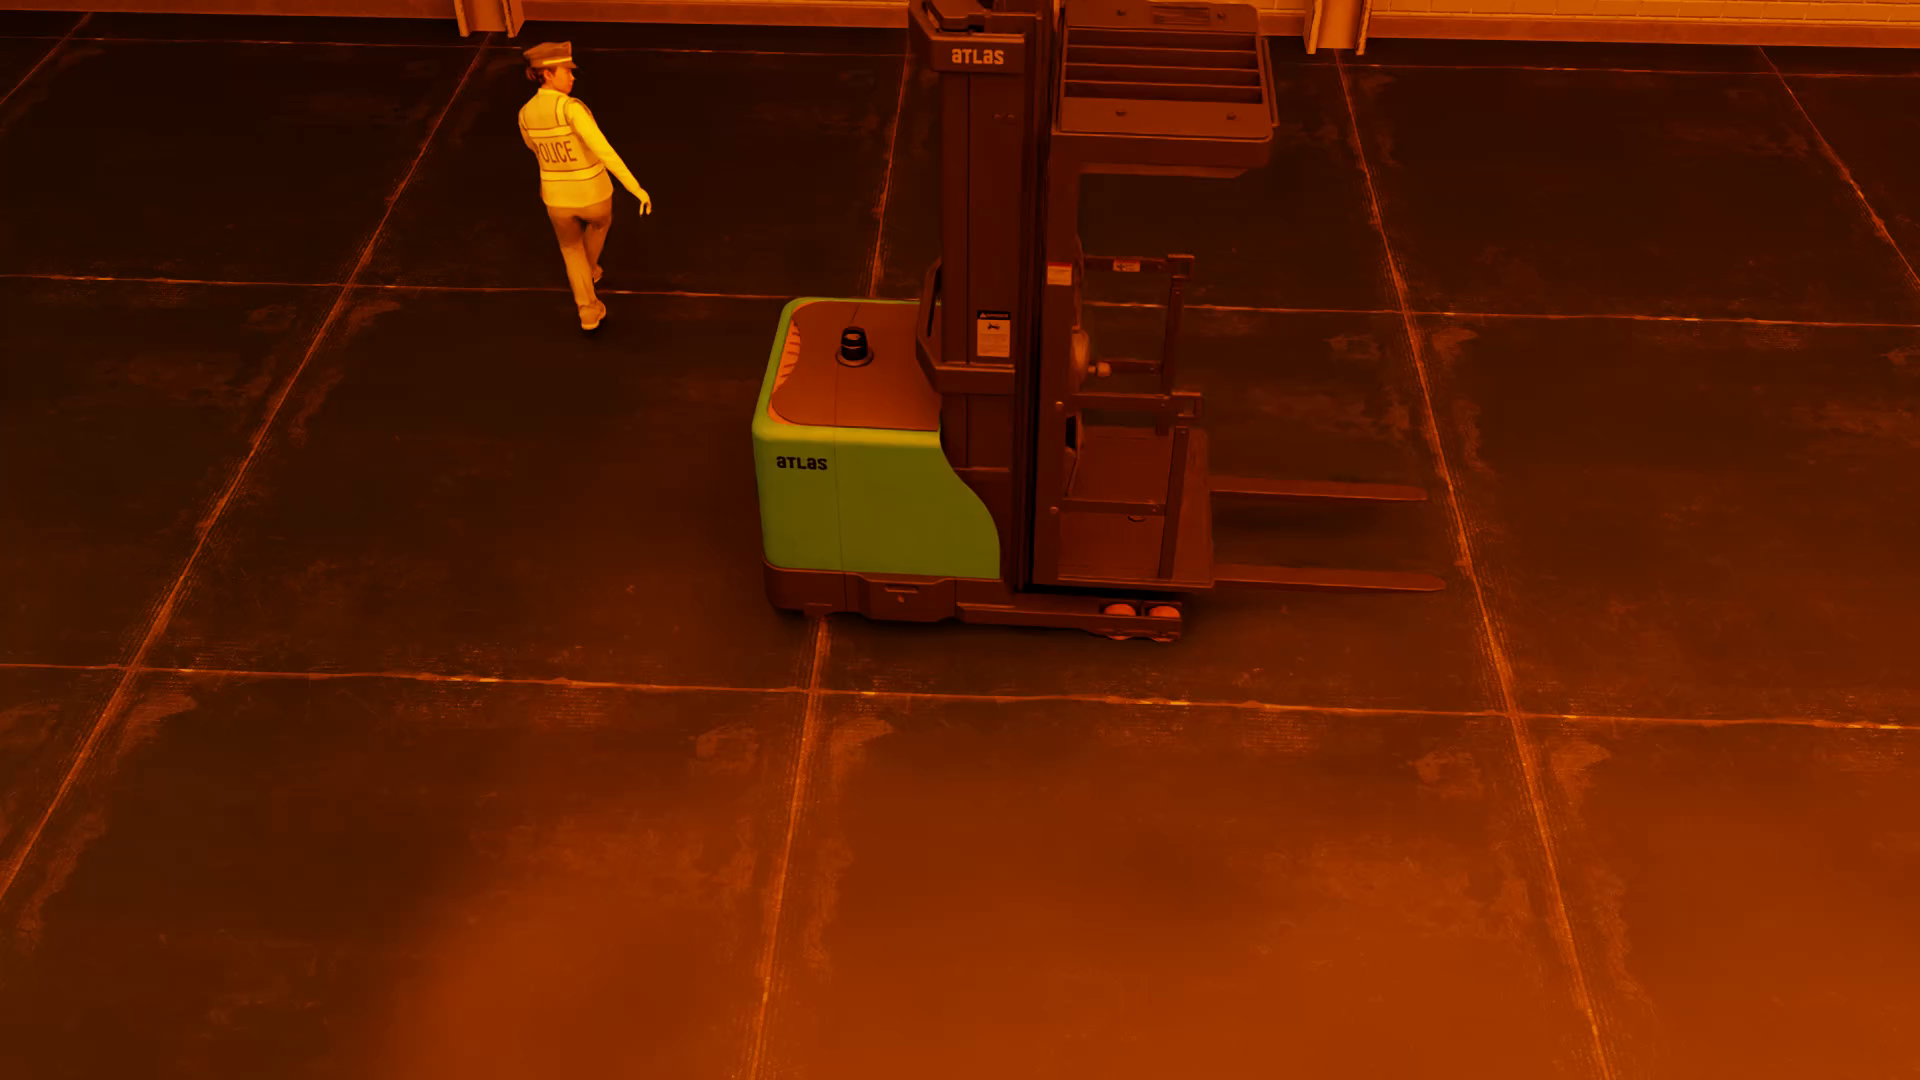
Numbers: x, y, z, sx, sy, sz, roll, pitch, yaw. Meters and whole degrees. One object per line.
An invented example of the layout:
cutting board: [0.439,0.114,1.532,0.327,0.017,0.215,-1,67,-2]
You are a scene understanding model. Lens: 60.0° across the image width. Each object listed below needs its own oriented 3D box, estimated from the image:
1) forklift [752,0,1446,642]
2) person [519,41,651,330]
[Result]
forklift: [0.663,-1.002,6.840,3.031,2.935,1.130,3,42,3]
person: [-1.958,-1.921,8.896,0.742,1.563,0.767,4,43,4]
